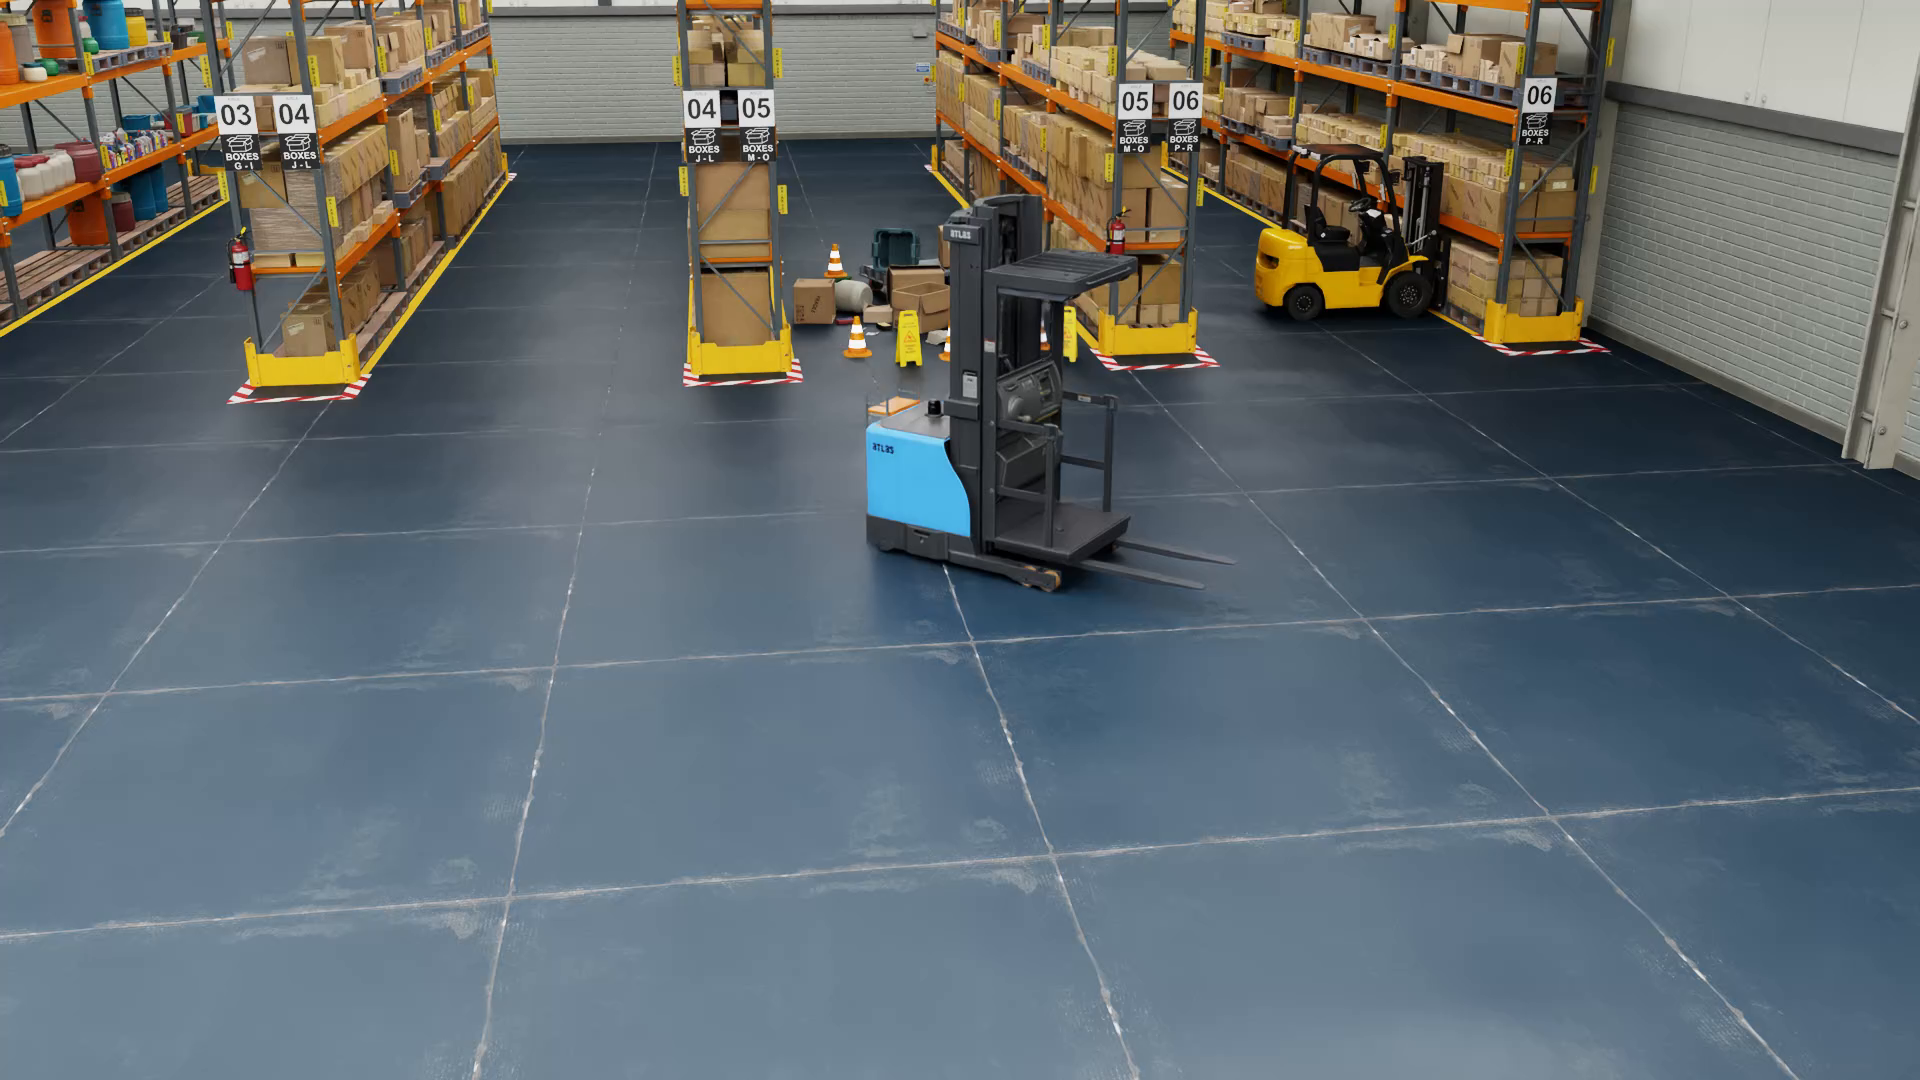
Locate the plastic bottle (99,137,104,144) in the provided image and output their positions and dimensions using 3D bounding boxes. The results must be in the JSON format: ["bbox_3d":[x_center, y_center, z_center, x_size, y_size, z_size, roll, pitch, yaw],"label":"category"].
[{"bbox_3d":[-14.308,-6.552,27.649,0.152,0.276,0.135,-3,21,-8],"label":"plastic bottle"}]

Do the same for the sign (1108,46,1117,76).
[{"bbox_3d":[1.755,-5.504,19.113,0.100,0.325,0.005,-3,21,-8],"label":"sign"}]

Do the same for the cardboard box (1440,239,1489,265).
[{"bbox_3d":[6.681,-3.828,22.079,0.500,0.250,0.500,-3,21,-7],"label":"cardboard box"}]

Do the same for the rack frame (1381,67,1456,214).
[{"bbox_3d":[6.641,-5.342,24.231,1.000,3.000,0.127,-3,21,-8],"label":"rack frame"}]

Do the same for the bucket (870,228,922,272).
[{"bbox_3d":[-0.853,-4.053,23.287,0.726,0.611,0.620,4,11,11],"label":"bucket"}]

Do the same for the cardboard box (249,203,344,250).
[{"bbox_3d":[-7.552,-3.583,18.955,0.875,0.500,0.500,-3,21,-8],"label":"cardboard box"}]

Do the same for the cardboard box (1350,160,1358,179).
[{"bbox_3d":[6.232,-5.606,25.154,0.500,0.250,0.500,-3,21,-8],"label":"cardboard box"}]

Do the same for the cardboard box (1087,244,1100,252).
[{"bbox_3d":[1.814,-3.657,21.050,0.380,0.149,0.250,-2,21,-6],"label":"cardboard box"}]

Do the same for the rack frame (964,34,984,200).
[{"bbox_3d":[0.577,-7.860,30.973,1.000,3.000,0.127,-3,21,-8],"label":"rack frame"}]

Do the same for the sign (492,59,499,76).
[{"bbox_3d":[-9.267,-9.421,33.159,0.100,0.325,0.005,-3,21,-8],"label":"sign"}]

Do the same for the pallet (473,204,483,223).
[{"bbox_3d":[-9.044,-5.790,29.418,1.003,0.211,1.213,-3,21,-8],"label":"pallet"}]

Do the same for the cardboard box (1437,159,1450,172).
[{"bbox_3d":[6.630,-5.032,22.333,0.380,0.149,0.250,-3,21,-9],"label":"cardboard box"}]

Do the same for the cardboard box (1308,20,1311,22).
[{"bbox_3d":[6.155,-8.794,28.407,0.380,0.149,0.250,-2,21,-6],"label":"cardboard box"}]

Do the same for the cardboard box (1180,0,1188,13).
[{"bbox_3d":[4.782,-10.861,33.797,0.500,0.250,0.500,-3,21,-8],"label":"cardboard box"}]

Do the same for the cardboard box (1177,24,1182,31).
[{"bbox_3d":[4.727,-10.662,34.547,0.380,0.149,0.250,-2,21,-7],"label":"cardboard box"}]

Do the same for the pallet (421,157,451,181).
[{"bbox_3d":[-8.445,-5.644,25.314,1.213,0.211,1.003,-3,21,-8],"label":"pallet"}]

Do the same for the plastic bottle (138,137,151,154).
[{"bbox_3d":[-13.609,-6.584,27.735,0.152,0.276,0.135,-3,21,-8],"label":"plastic bottle"}]

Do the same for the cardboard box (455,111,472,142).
[{"bbox_3d":[-8.892,-7.259,29.221,0.500,0.500,0.500,-3,21,-8],"label":"cardboard box"}]

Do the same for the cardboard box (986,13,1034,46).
[{"bbox_3d":[0.823,-8.457,27.541,0.700,0.500,0.500,-4,21,-10],"label":"cardboard box"}]

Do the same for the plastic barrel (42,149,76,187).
[{"bbox_3d":[-13.195,-5.432,24.314,0.421,0.512,0.421,0,20,0],"label":"plastic barrel"}]

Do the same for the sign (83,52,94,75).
[{"bbox_3d":[-13.011,-7.112,24.832,0.100,0.325,0.005,-3,21,-8],"label":"sign"}]

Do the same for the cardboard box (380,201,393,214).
[{"bbox_3d":[-7.754,-4.413,22.103,0.380,0.149,0.250,-3,21,-8],"label":"cardboard box"}]

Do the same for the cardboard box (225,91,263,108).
[{"bbox_3d":[-7.849,-4.807,18.158,0.380,0.149,0.250,-3,21,-8],"label":"cardboard box"}]

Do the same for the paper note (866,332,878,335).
[{"bbox_3d":[-1.117,-2.643,21.251,0.144,0.017,0.142,4,21,11],"label":"paper note"}]

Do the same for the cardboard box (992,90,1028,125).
[{"bbox_3d":[0.820,-7.156,27.516,0.500,0.500,0.500,-3,21,-9],"label":"cardboard box"}]

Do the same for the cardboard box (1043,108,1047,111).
[{"bbox_3d":[1.580,-6.536,26.260,0.500,0.500,0.500,-3,21,-9],"label":"cardboard box"}]

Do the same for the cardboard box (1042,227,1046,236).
[{"bbox_3d":[1.545,-4.486,25.095,0.950,0.372,0.625,-2,21,-4],"label":"cardboard box"}]

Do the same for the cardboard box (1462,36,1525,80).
[{"bbox_3d":[6.864,-6.153,21.230,0.700,0.500,0.500,-3,21,-7],"label":"cardboard box"}]

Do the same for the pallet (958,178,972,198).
[{"bbox_3d":[0.545,-6.821,32.176,1.003,0.211,1.213,-3,21,-8],"label":"pallet"}]

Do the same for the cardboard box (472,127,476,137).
[{"bbox_3d":[-8.943,-7.361,29.998,0.380,0.149,0.250,-3,21,-8],"label":"cardboard box"}]

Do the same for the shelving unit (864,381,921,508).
[{"bbox_3d":[-0.573,-0.733,14.462,0.258,1.200,0.503,12,24,30],"label":"shelving unit"}]

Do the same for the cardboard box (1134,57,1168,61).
[{"bbox_3d":[2.381,-5.942,20.770,0.380,0.149,0.250,-2,21,-6],"label":"cardboard box"}]

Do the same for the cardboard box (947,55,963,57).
[{"bbox_3d":[-0.050,-9.477,32.804,0.380,0.149,0.250,-3,21,-7],"label":"cardboard box"}]

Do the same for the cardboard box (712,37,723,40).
[{"bbox_3d":[-3.697,-7.184,24.261,0.500,0.311,0.500,-3,21,-9],"label":"cardboard box"}]

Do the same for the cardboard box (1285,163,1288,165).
[{"bbox_3d":[6.059,-6.697,29.906,0.380,0.149,0.250,-3,21,-7],"label":"cardboard box"}]

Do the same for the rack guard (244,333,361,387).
[{"bbox_3d":[-7.511,-2.060,19.018,1.175,0.500,0.348,-3,21,-8],"label":"rack guard"}]

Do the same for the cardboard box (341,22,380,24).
[{"bbox_3d":[-8.770,-7.310,24.356,0.500,0.500,0.500,-3,21,-7],"label":"cardboard box"}]

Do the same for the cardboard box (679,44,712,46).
[{"bbox_3d":[-3.072,-5.689,19.351,0.380,0.149,0.250,-3,21,-7],"label":"cardboard box"}]

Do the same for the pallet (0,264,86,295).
[{"bbox_3d":[-13.308,-3.727,23.894,1.003,0.211,1.213,-3,21,-8],"label":"pallet"}]

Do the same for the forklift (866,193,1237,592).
[{"bbox_3d":[0.733,-1.175,13.174,3.031,2.935,1.130,12,24,30],"label":"forklift"}]

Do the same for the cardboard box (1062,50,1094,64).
[{"bbox_3d":[1.560,-6.353,21.870,0.380,0.149,0.250,-3,21,-8],"label":"cardboard box"}]

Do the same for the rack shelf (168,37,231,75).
[{"bbox_3d":[-14.419,-8.871,30.421,1.077,0.370,4.000,-3,21,-8],"label":"rack shelf"}]

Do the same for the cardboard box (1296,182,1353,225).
[{"bbox_3d":[6.141,-5.594,27.701,0.875,0.625,0.625,-2,21,-6],"label":"cardboard box"}]

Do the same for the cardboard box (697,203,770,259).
[{"bbox_3d":[-2.675,-3.617,19.398,0.875,0.550,0.550,-3,21,-8],"label":"cardboard box"}]

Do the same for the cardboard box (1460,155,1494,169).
[{"bbox_3d":[6.717,-4.908,21.574,0.380,0.149,0.250,-2,21,-6],"label":"cardboard box"}]

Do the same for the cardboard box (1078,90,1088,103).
[{"bbox_3d":[1.713,-5.631,21.079,0.380,0.149,0.250,-3,21,-8],"label":"cardboard box"}]

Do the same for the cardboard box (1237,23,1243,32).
[{"bbox_3d":[5.226,-9.253,30.032,0.380,0.149,0.250,-3,21,-7],"label":"cardboard box"}]

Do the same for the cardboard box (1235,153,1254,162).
[{"bbox_3d":[5.393,-7.211,31.282,0.380,0.149,0.250,-3,21,-9],"label":"cardboard box"}]

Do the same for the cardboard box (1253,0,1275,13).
[{"bbox_3d":[5.600,-9.873,30.676,0.396,0.266,0.258,-3,21,-9],"label":"cardboard box"}]

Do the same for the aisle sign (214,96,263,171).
[{"bbox_3d":[-7.788,-4.386,17.958,0.394,0.787,0.004,-3,21,-8],"label":"aisle sign"}]

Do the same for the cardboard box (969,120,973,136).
[{"bbox_3d":[0.455,-7.445,30.076,0.500,0.250,0.500,-3,21,-9],"label":"cardboard box"}]

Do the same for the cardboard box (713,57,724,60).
[{"bbox_3d":[-2.995,-5.467,19.325,0.500,0.250,0.500,-3,21,-8],"label":"cardboard box"}]

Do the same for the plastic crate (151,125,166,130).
[{"bbox_3d":[-14.558,-7.383,30.005,0.437,0.125,0.590,-3,21,-8],"label":"plastic crate"}]

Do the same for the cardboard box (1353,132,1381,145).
[{"bbox_3d":[6.165,-6.060,25.083,0.380,0.149,0.250,-4,21,-9],"label":"cardboard box"}]

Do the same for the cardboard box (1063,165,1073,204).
[{"bbox_3d":[1.673,-4.763,22.112,0.500,0.500,0.500,-3,21,-8],"label":"cardboard box"}]

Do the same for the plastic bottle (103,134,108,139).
[{"bbox_3d":[-14.399,-6.702,28.057,0.097,0.271,0.097,0,20,0],"label":"plastic bottle"}]

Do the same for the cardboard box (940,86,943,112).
[{"bbox_3d":[-0.114,-8.937,33.715,0.500,0.500,0.500,-3,21,-9],"label":"cardboard box"}]
